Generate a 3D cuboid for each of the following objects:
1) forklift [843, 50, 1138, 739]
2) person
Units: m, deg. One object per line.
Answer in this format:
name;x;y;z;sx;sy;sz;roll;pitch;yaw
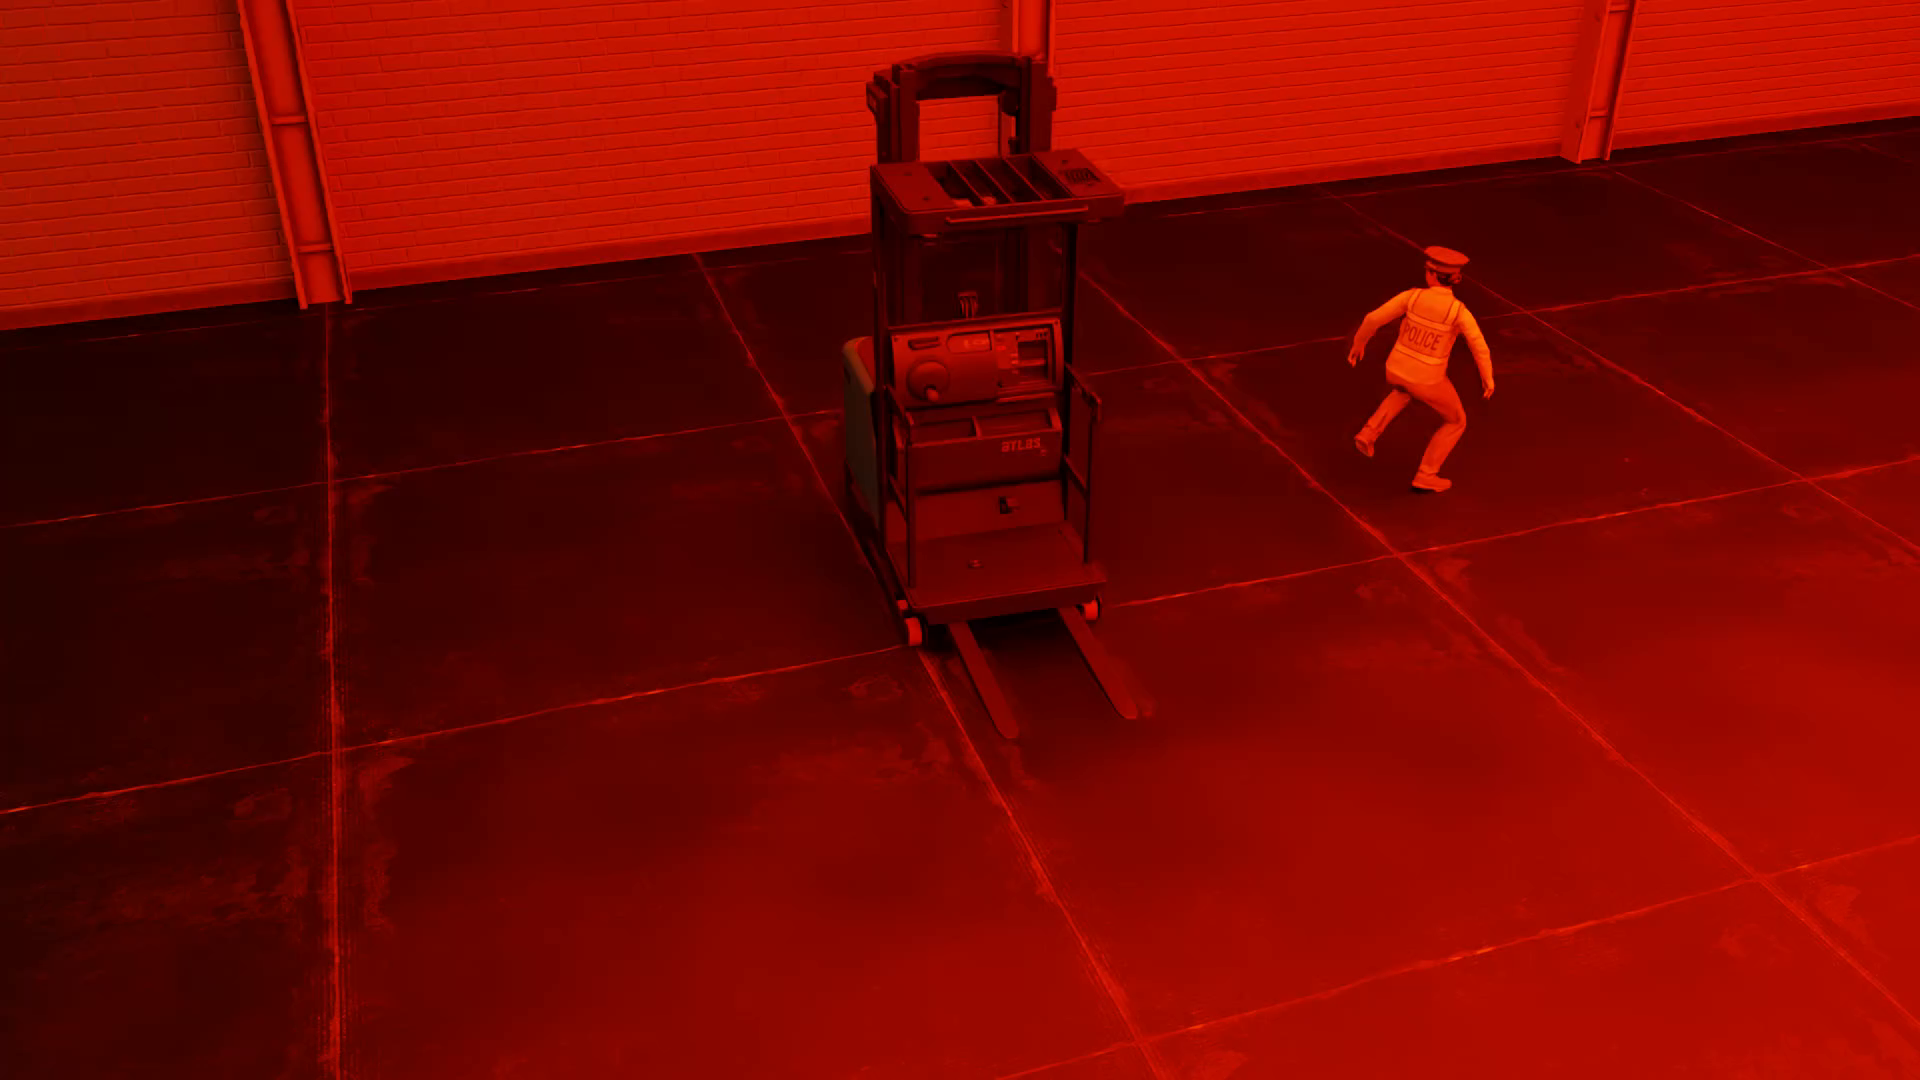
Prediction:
forklift;0.153;-0.902;8.655;1.130;2.935;3.031;-8;31;-13
person;2.868;-1.067;10.354;0.516;1.561;0.804;-25;38;-37
